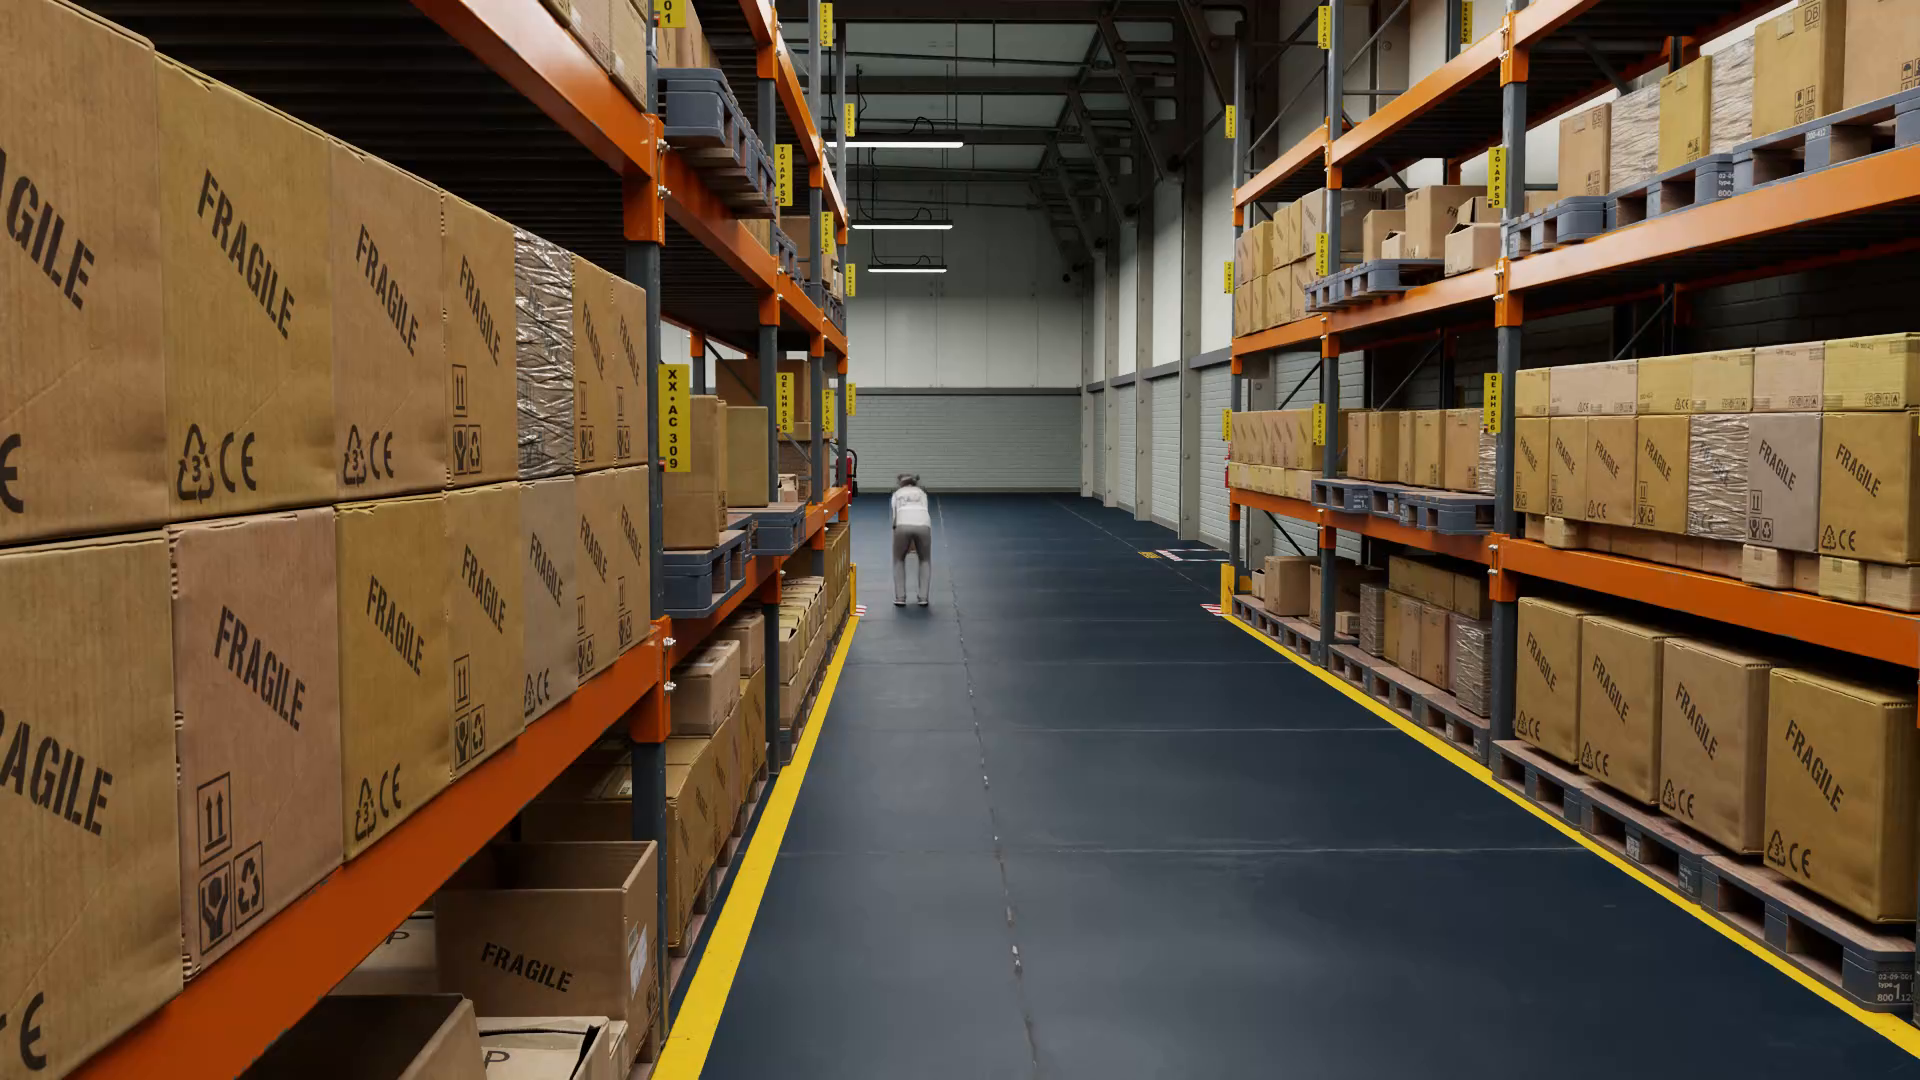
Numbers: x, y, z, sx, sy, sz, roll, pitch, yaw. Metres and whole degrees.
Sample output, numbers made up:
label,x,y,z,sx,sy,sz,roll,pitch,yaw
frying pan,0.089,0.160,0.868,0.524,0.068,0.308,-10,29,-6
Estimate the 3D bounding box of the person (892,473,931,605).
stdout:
label,x,y,z,sx,sy,sz,roll,pitch,yaw
person,-0.534,-0.017,18.098,0.414,1.422,0.810,0,4,-4
